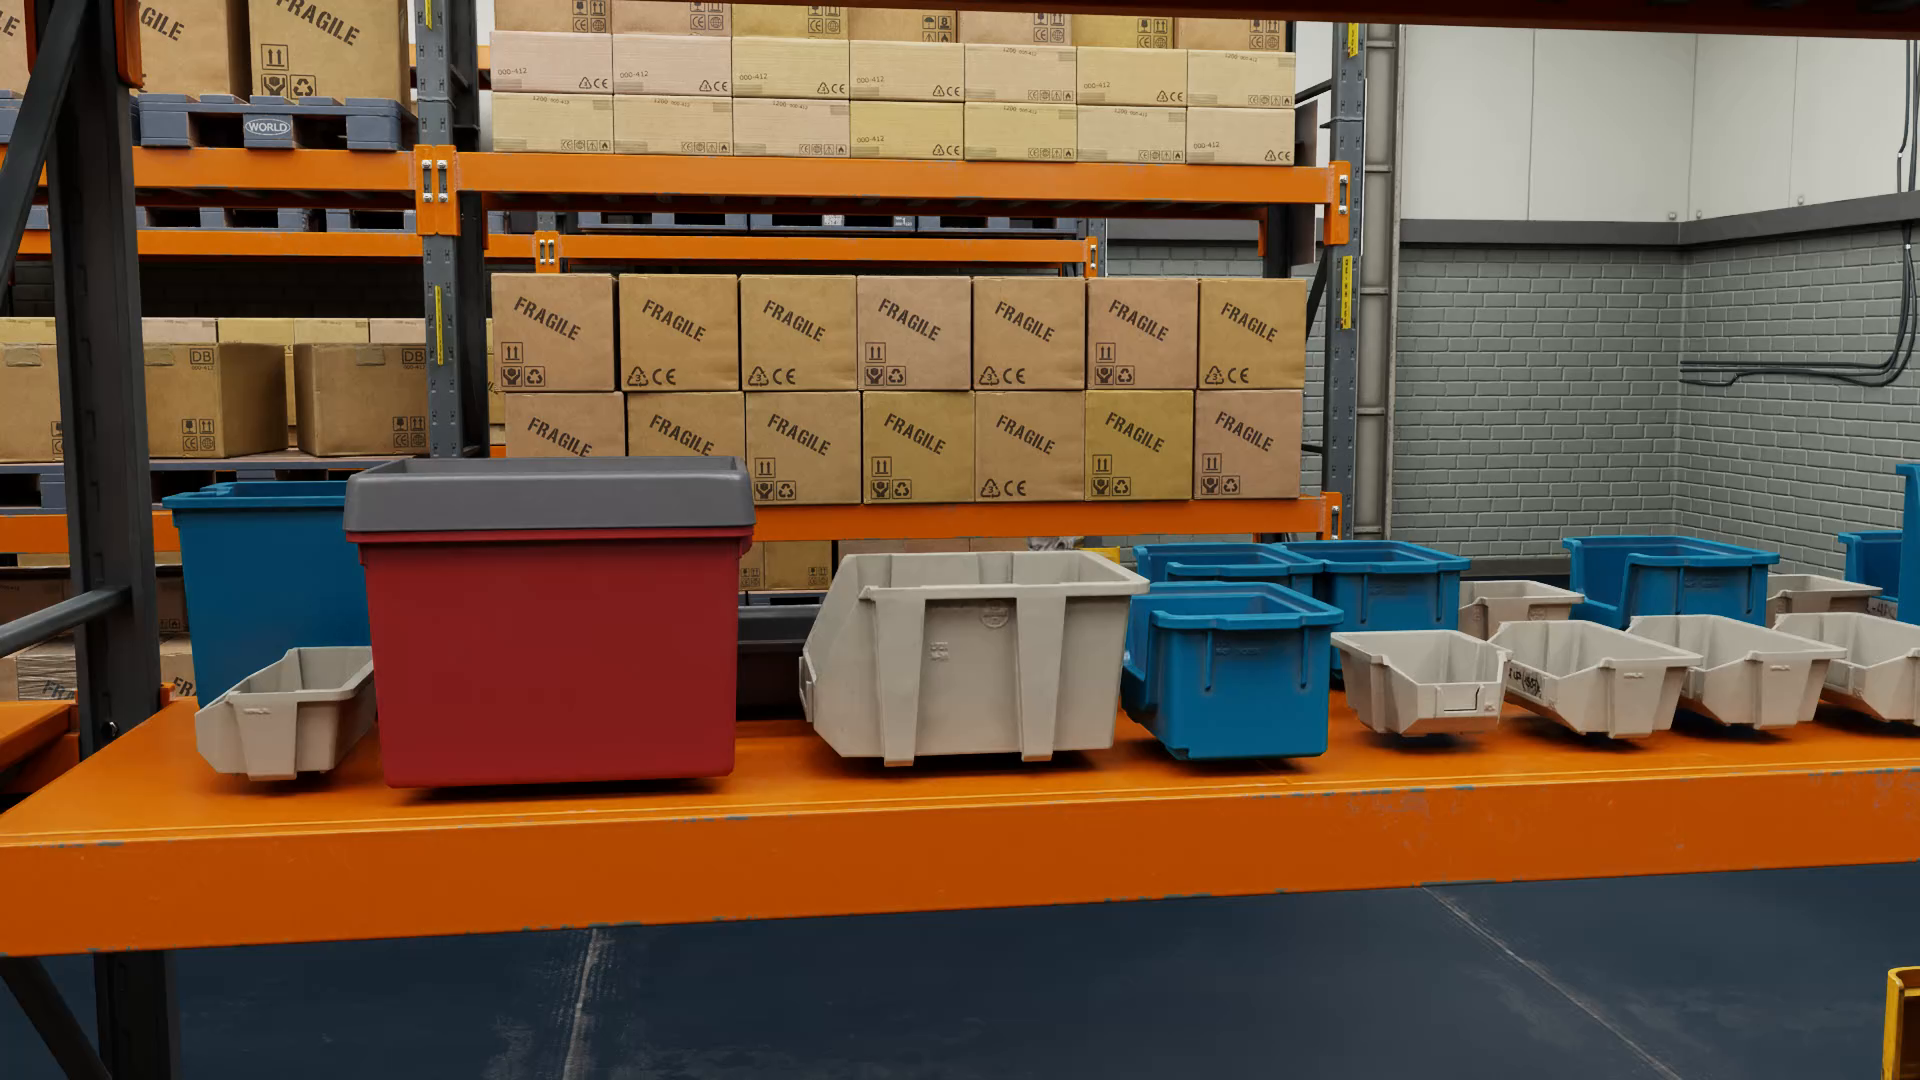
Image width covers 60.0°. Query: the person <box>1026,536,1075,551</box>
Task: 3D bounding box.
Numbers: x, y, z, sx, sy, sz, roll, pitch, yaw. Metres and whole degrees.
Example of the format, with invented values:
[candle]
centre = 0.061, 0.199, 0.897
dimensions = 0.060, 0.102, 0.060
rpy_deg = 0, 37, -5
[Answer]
[person]
centre = 0.570, -0.068, 10.263
dimensions = 0.454, 1.777, 0.607
rpy_deg = -1, 7, -11
